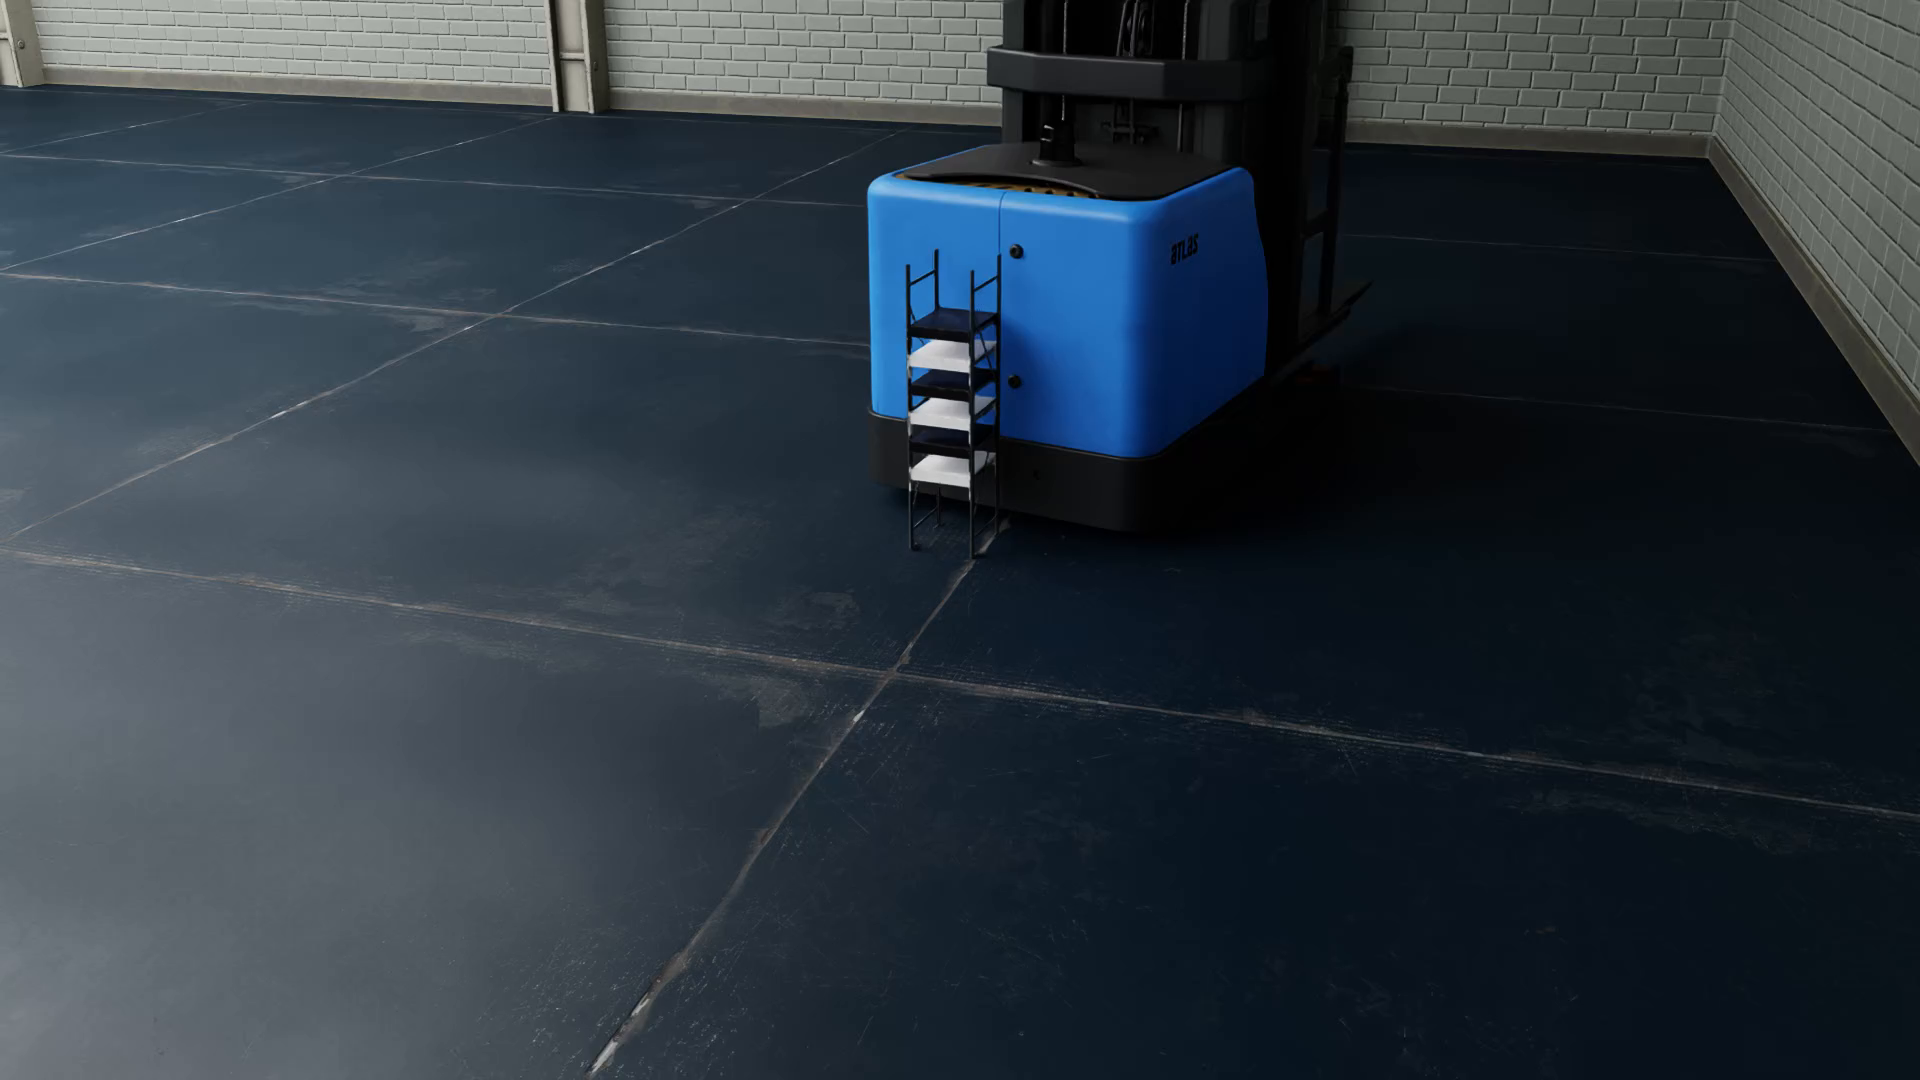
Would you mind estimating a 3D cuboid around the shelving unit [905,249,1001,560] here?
[{"bbox_3d":[-0.017,-0.412,5.087,0.210,0.900,0.258,9,24,20],"label":"shelving unit"}]

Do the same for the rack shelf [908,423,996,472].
[{"bbox_3d":[-0.016,-0.298,5.134,0.200,0.077,0.258,9,24,20],"label":"rack shelf"}]

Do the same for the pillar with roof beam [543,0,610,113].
[{"bbox_3d":[-4.482,-6.288,8.743,0.400,9.000,9.100,7,23,16],"label":"pillar with roof beam"}]

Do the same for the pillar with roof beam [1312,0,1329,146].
[{"bbox_3d":[1.262,-5.631,7.139,0.400,9.000,9.100,7,23,16],"label":"pillar with roof beam"}]

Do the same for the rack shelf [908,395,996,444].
[{"bbox_3d":[-0.016,-0.381,5.100,0.200,0.077,0.258,9,24,20],"label":"rack shelf"}]

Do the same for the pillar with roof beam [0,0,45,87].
[{"bbox_3d":[-10.226,-6.946,10.346,0.400,9.000,9.100,7,23,16],"label":"pillar with roof beam"}]

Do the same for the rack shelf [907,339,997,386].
[{"bbox_3d":[-0.017,-0.548,5.032,0.200,0.077,0.258,9,24,20],"label":"rack shelf"}]

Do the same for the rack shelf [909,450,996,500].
[{"bbox_3d":[-0.016,-0.214,5.168,0.200,0.077,0.258,9,24,20],"label":"rack shelf"}]

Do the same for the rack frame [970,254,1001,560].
[{"bbox_3d":[0.078,-0.398,5.052,0.006,0.900,0.240,9,24,20],"label":"rack frame"}]

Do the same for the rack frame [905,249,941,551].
[{"bbox_3d":[-0.111,-0.426,5.123,0.006,0.900,0.240,9,24,20],"label":"rack frame"}]

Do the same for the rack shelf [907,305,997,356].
[{"bbox_3d":[-0.017,-0.631,4.998,0.200,0.077,0.258,9,24,20],"label":"rack shelf"}]

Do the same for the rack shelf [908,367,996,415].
[{"bbox_3d":[-0.017,-0.464,5.066,0.200,0.077,0.258,9,24,20],"label":"rack shelf"}]

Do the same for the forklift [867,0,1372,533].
[{"bbox_3d":[0.848,-1.896,6.030,1.130,2.935,3.031,12,25,27],"label":"forklift"}]
